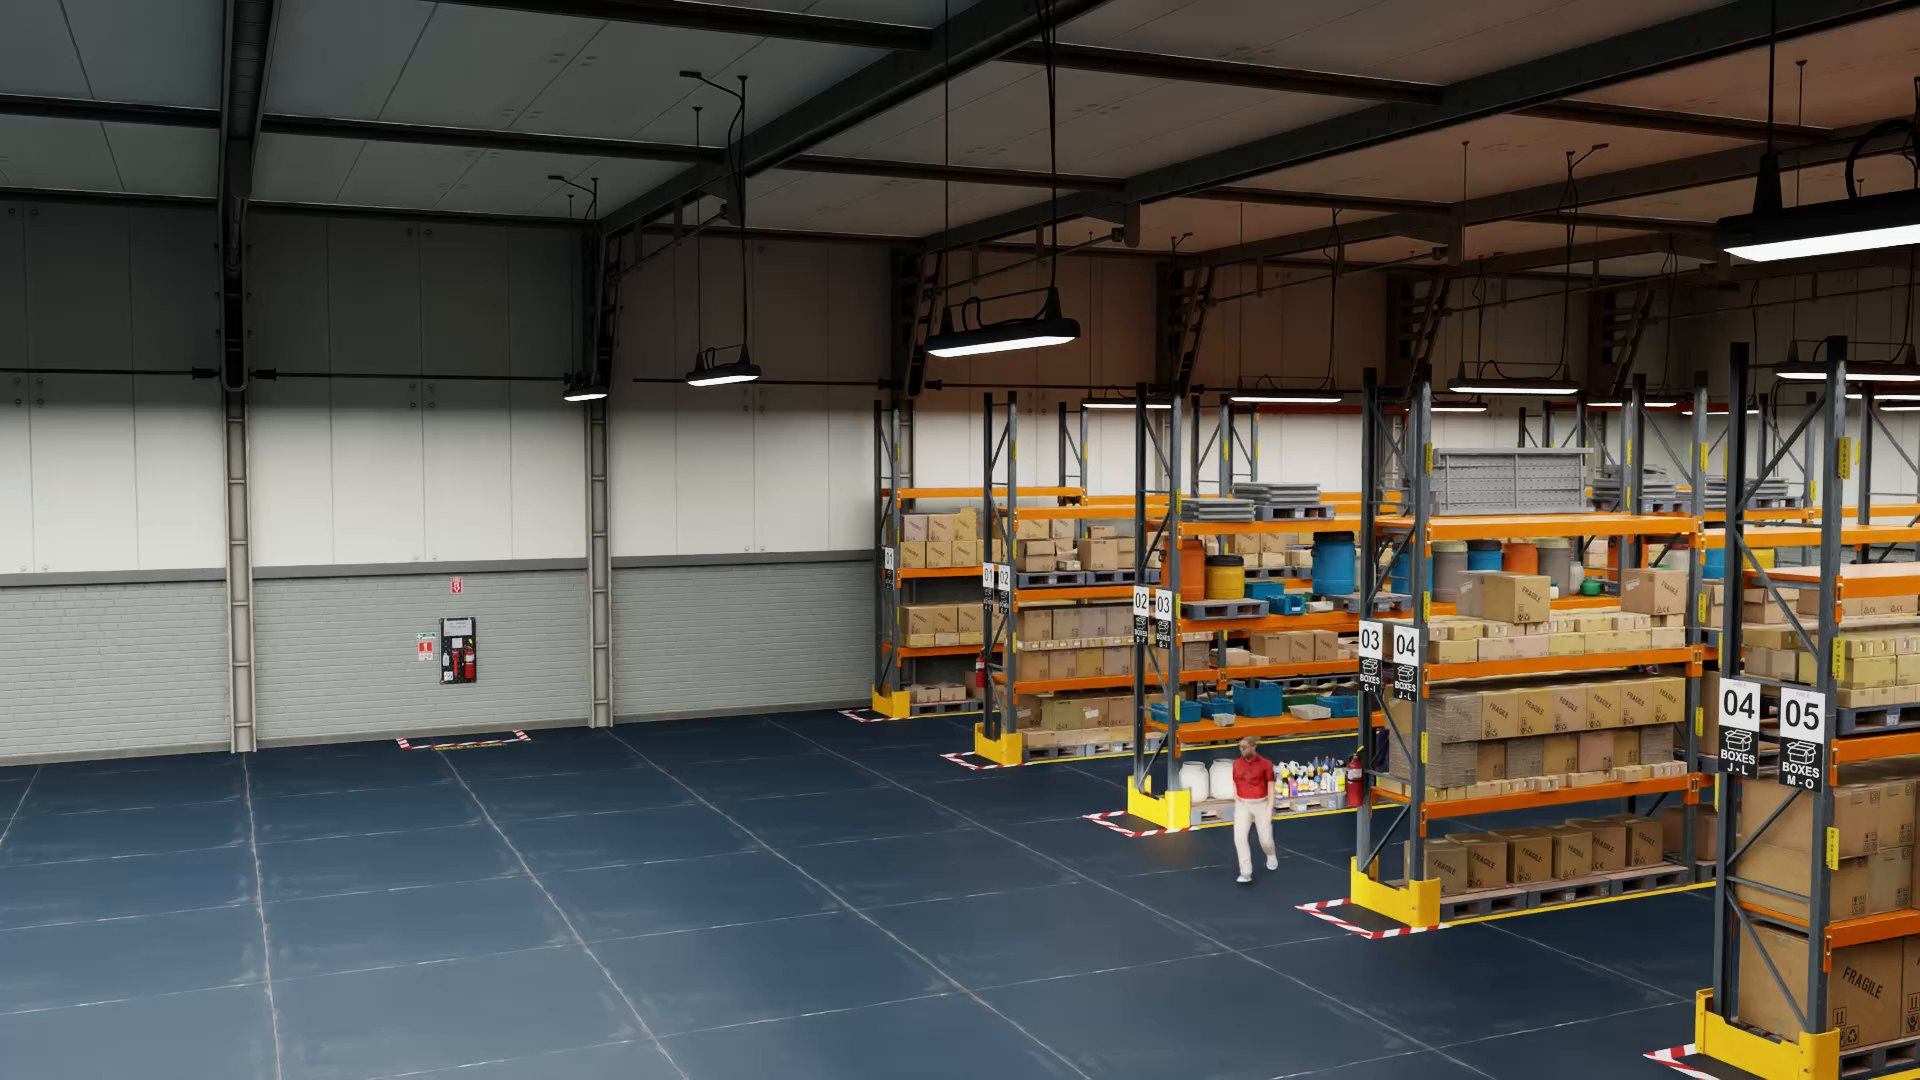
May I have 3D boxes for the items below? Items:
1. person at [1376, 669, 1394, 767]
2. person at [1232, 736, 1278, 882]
[{"bbox_3d":[6.967,2.812,26.480,1.022,1.588,0.465,-2,4,-27],"label":"person"},{"bbox_3d":[3.476,3.177,19.747,0.542,1.669,0.921,1,4,23],"label":"person"}]
